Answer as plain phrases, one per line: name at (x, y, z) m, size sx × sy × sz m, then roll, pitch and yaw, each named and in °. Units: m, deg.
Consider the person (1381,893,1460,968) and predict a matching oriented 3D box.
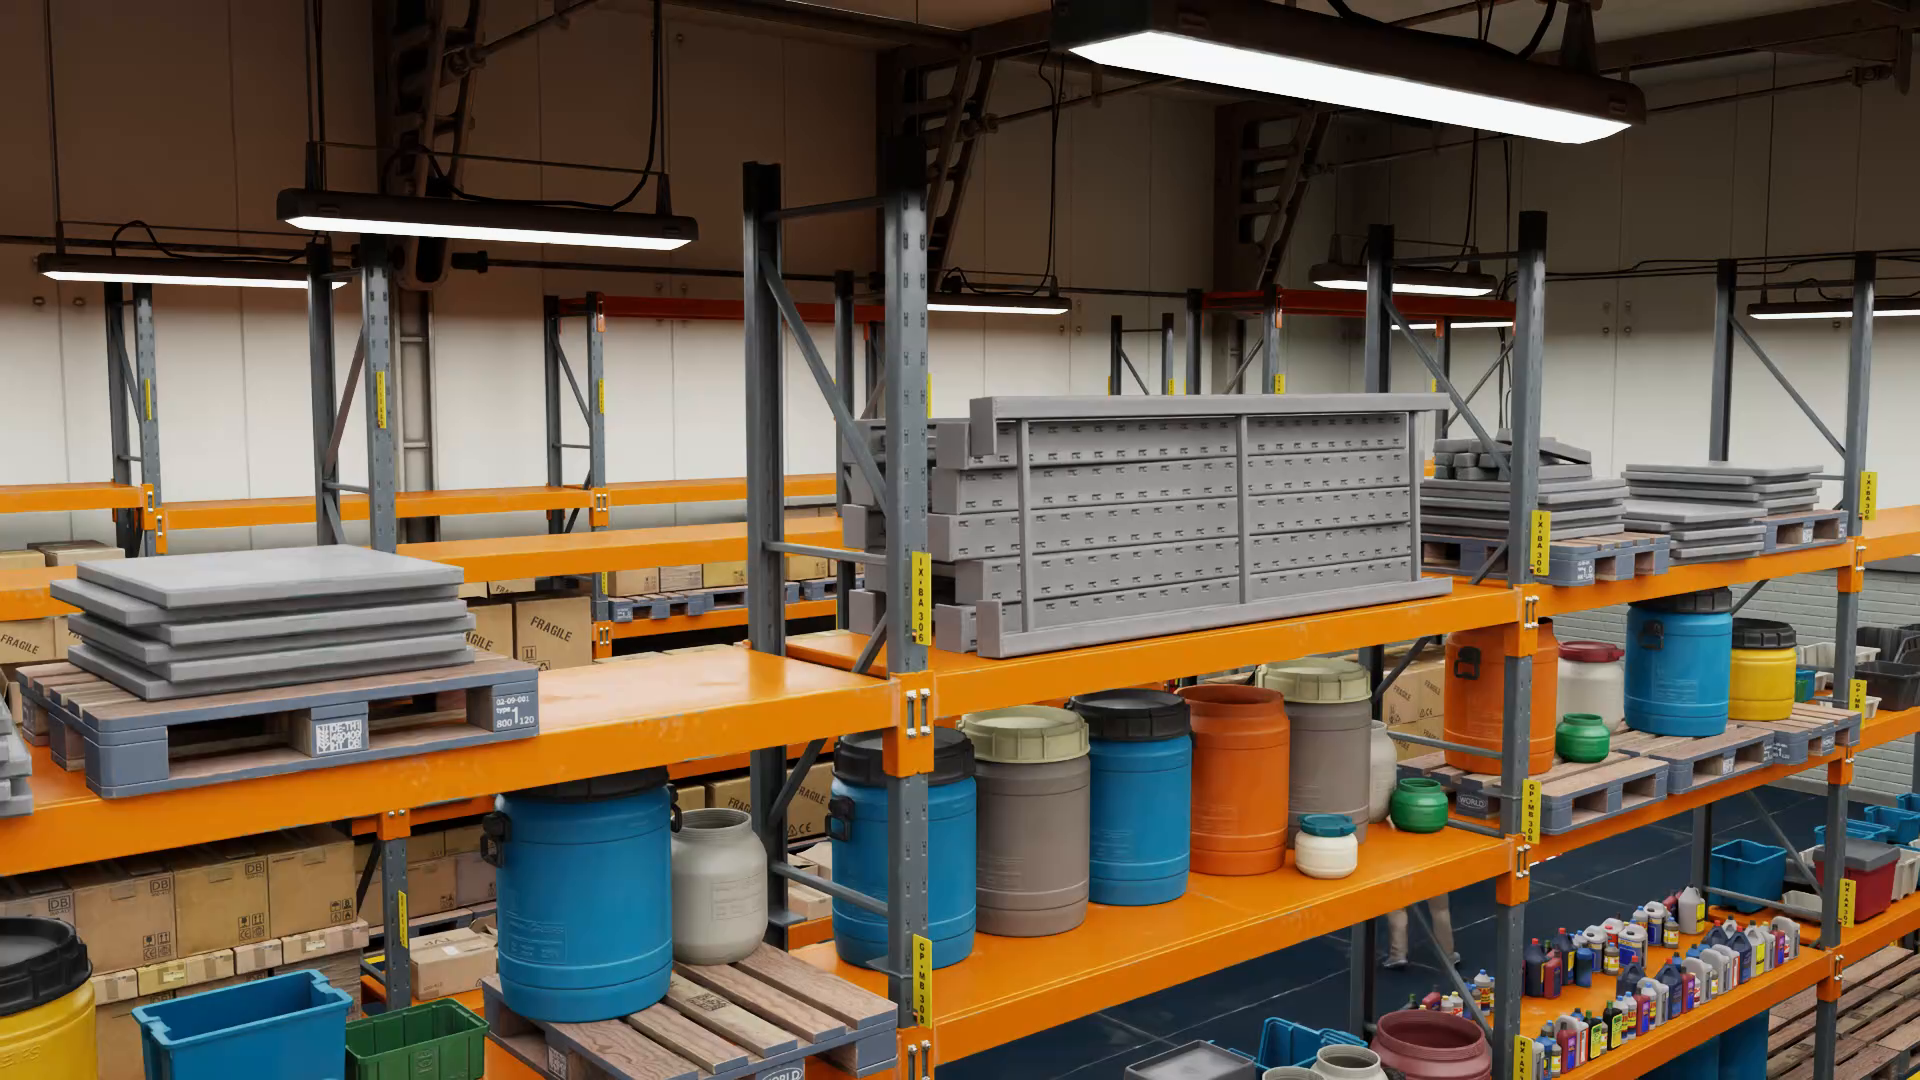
person at (4.095, 2.935, 14.639) m, size 0.729 × 1.795 × 0.404 m, roll -2°, pitch 6°, yaw -17°
